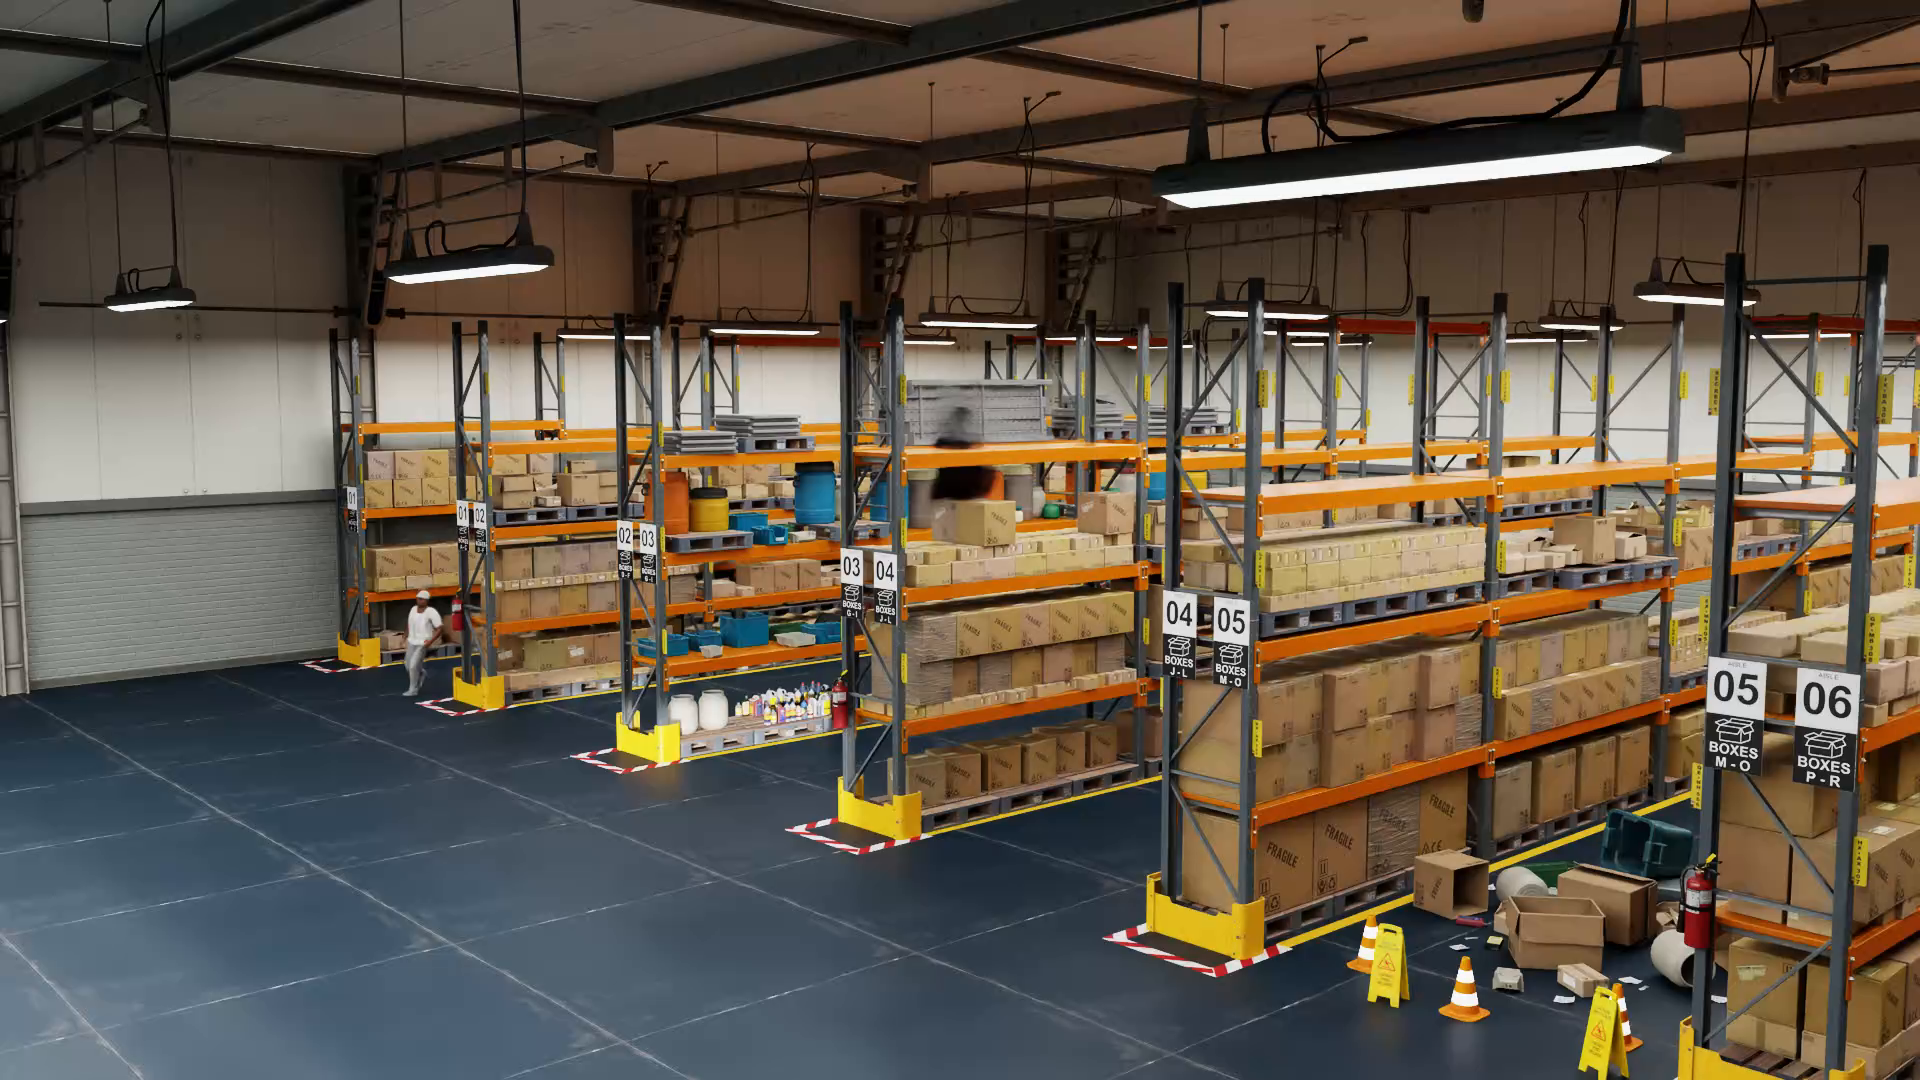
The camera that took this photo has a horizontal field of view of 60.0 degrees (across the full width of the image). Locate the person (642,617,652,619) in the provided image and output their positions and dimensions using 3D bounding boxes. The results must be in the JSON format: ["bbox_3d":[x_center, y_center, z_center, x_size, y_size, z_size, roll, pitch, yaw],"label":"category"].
[{"bbox_3d":[-5.586,1.341,30.438,0.578,1.670,0.669,5,8,42],"label":"person"}]

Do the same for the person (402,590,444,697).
[{"bbox_3d":[-8.662,1.660,26.877,0.728,1.712,0.649,2,6,22],"label":"person"}]
